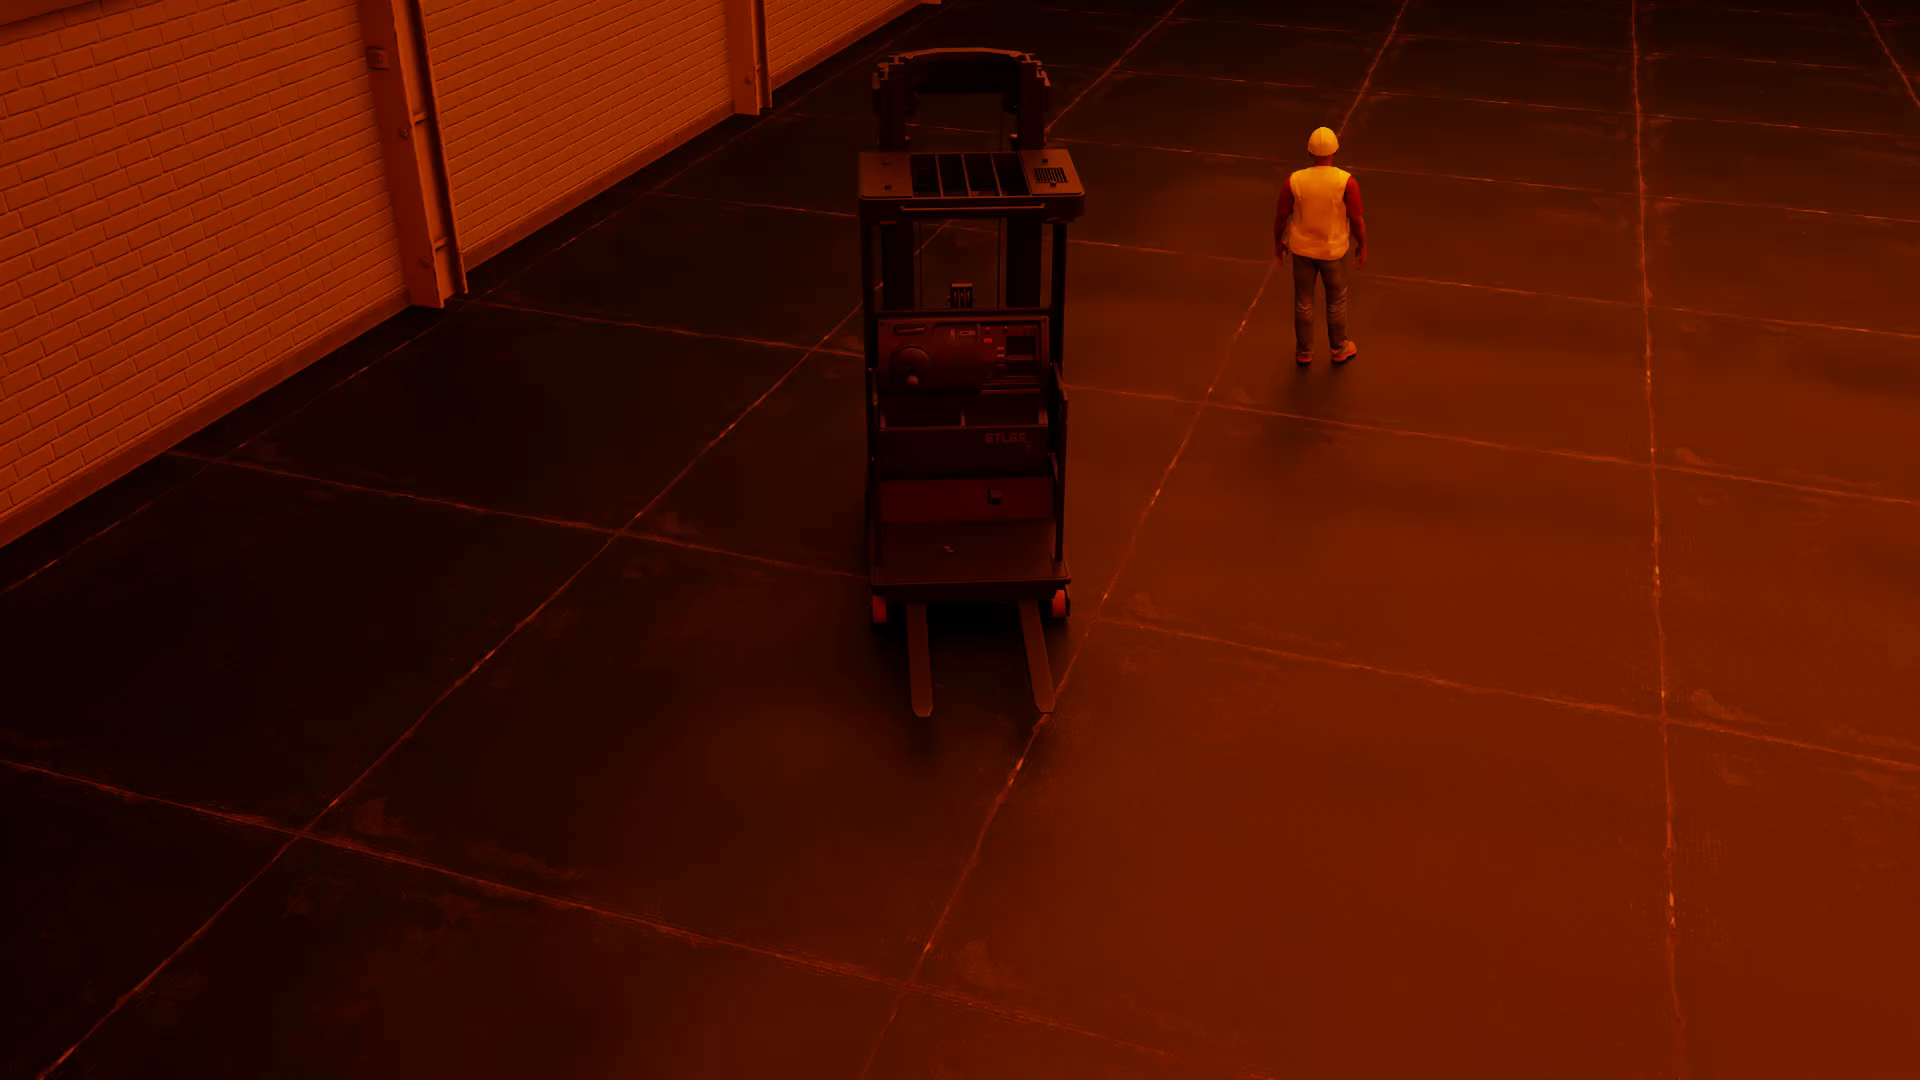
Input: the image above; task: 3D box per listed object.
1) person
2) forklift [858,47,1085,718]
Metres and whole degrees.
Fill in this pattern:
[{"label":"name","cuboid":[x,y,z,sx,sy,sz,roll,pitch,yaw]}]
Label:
[{"label":"person","cuboid":[2.616,-2.138,12.048,0.665,1.765,0.577,11,32,19]},{"label":"forklift","cuboid":[0.035,-0.972,8.842,1.130,2.935,3.031,-2,30,-3]}]
